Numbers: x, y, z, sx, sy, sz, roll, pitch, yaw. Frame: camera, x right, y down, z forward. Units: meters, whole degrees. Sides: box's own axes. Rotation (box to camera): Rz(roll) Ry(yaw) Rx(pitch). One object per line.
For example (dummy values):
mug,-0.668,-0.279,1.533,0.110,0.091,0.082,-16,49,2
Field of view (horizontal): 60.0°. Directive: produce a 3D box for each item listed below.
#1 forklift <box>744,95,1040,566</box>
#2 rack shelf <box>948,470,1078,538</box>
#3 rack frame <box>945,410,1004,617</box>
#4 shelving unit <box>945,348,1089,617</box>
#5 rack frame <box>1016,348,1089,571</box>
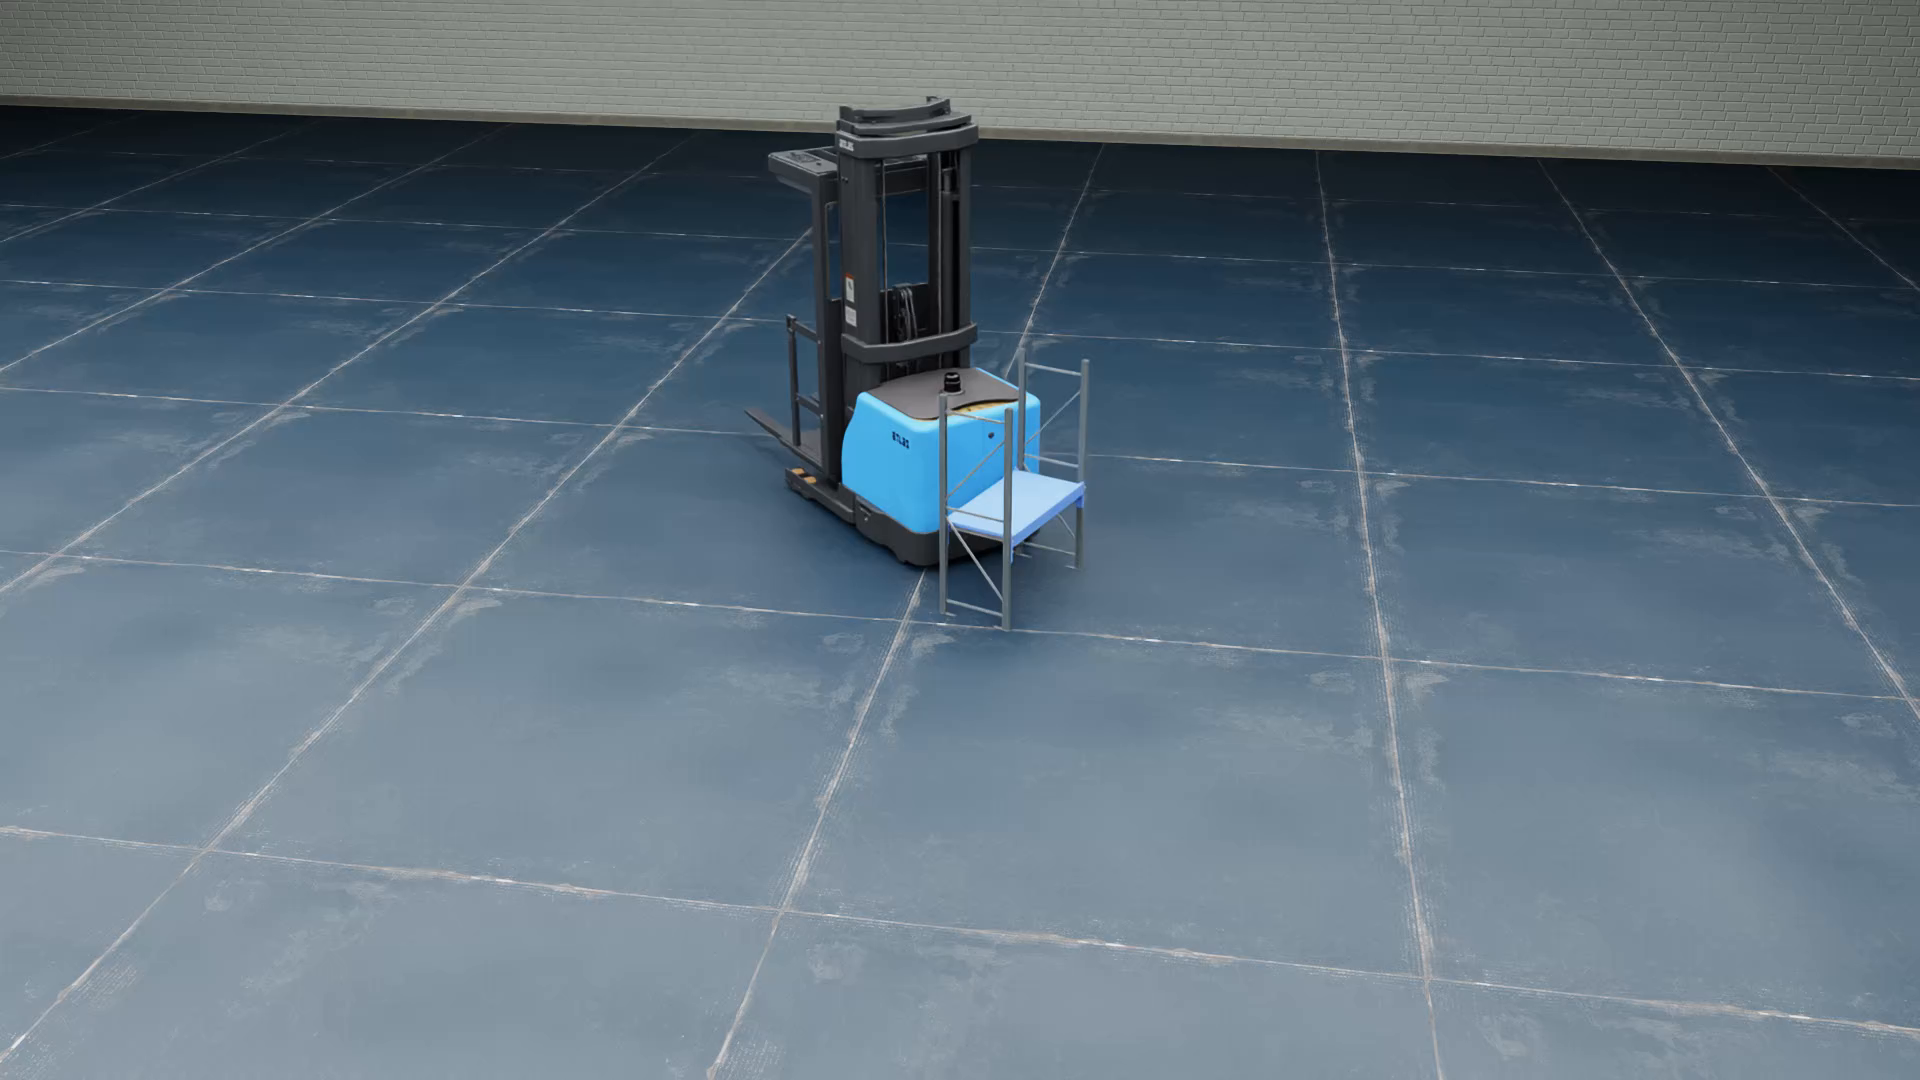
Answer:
forklift,-0.658,-1.730,11.990,1.130,2.935,3.031,-15,29,-29
rack shelf,0.351,-0.236,10.752,0.459,0.026,0.952,14,28,27
rack frame,0.092,-0.153,10.308,0.475,1.308,0.013,14,28,27
shelving unit,0.354,-0.340,10.708,0.500,1.500,1.039,14,28,27
rack frame,0.609,-0.524,11.101,0.500,1.500,0.032,14,28,27
